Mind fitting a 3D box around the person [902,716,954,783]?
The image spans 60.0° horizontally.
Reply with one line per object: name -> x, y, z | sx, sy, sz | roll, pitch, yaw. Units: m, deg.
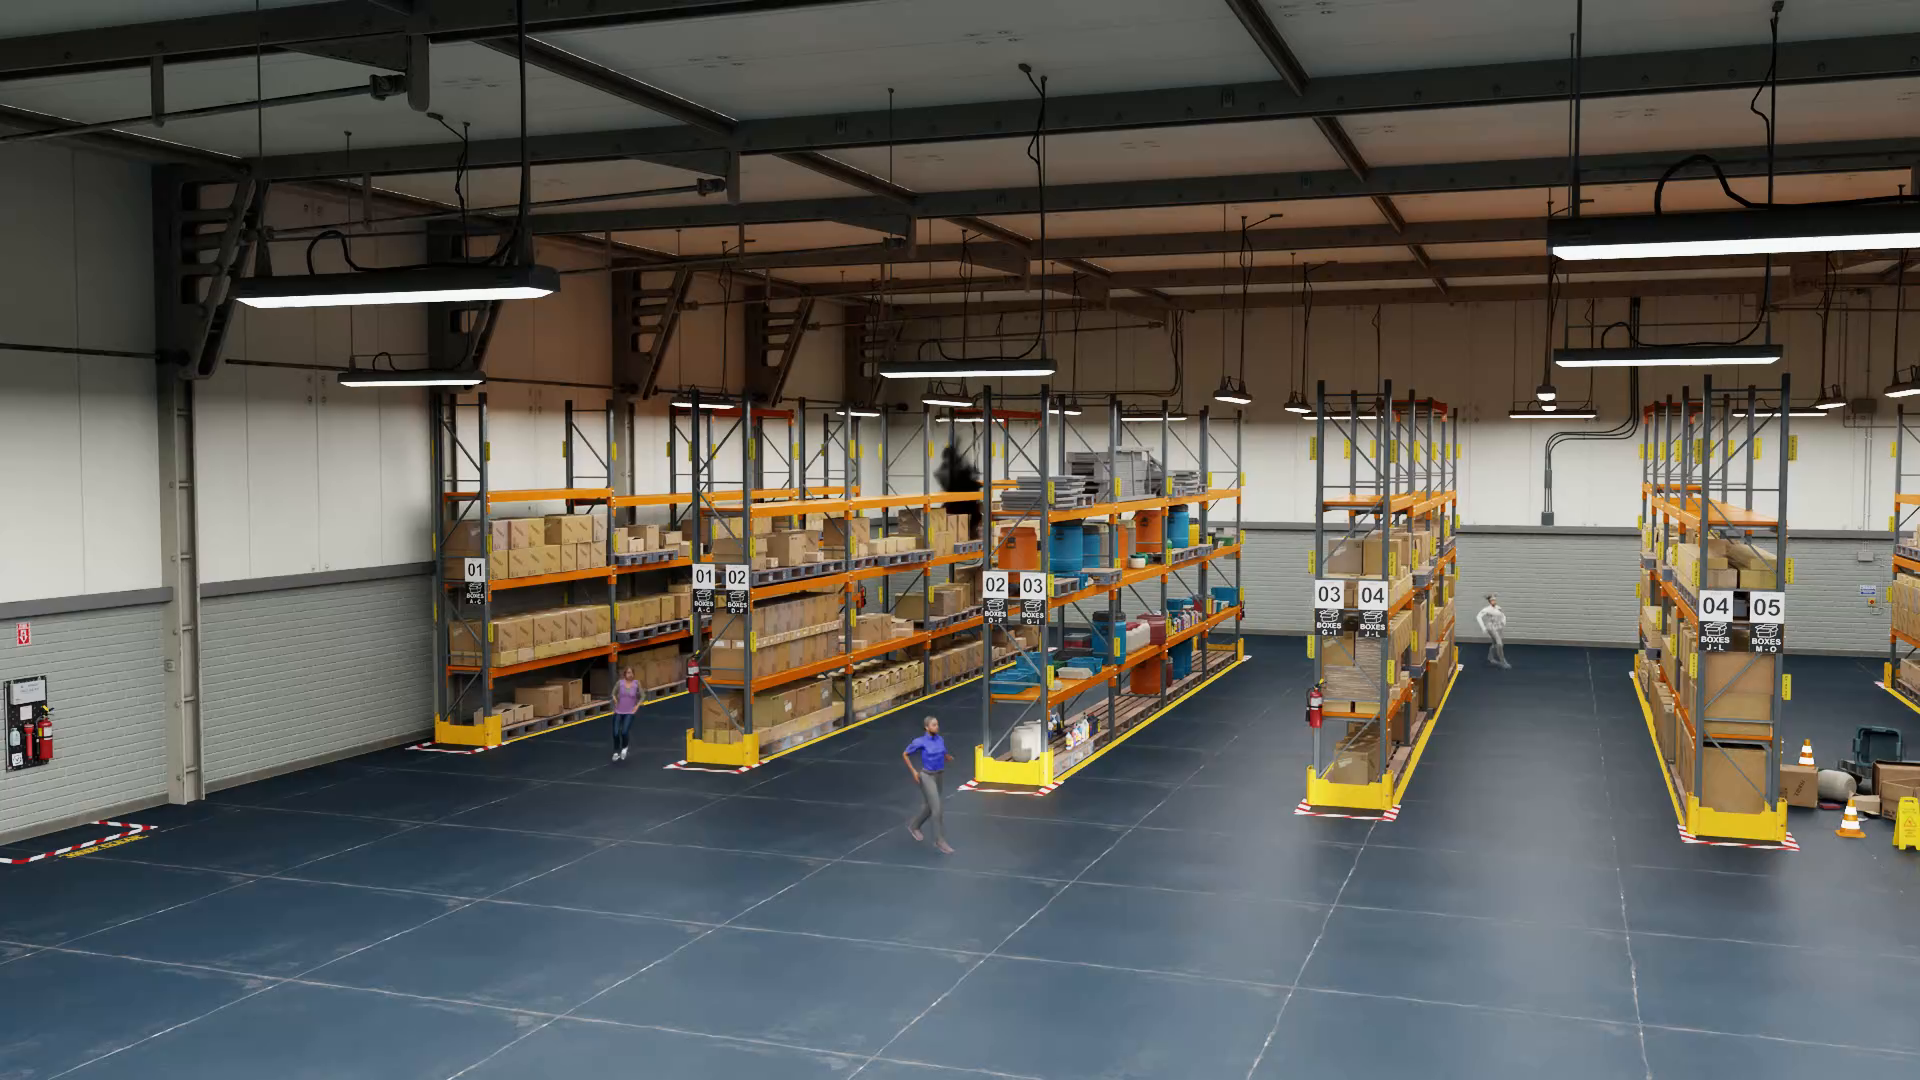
person -> -0.325, 2.615, 20.831 | 0.618, 0.818, 0.561 | 3, 4, 40

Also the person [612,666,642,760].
person -> -5.387, 2.803, 26.838 | 0.506, 1.528, 0.543 | 0, 3, 2

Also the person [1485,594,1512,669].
person -> 12.436, 2.097, 38.540 | 0.513, 1.694, 0.821 | -2, 3, -27
